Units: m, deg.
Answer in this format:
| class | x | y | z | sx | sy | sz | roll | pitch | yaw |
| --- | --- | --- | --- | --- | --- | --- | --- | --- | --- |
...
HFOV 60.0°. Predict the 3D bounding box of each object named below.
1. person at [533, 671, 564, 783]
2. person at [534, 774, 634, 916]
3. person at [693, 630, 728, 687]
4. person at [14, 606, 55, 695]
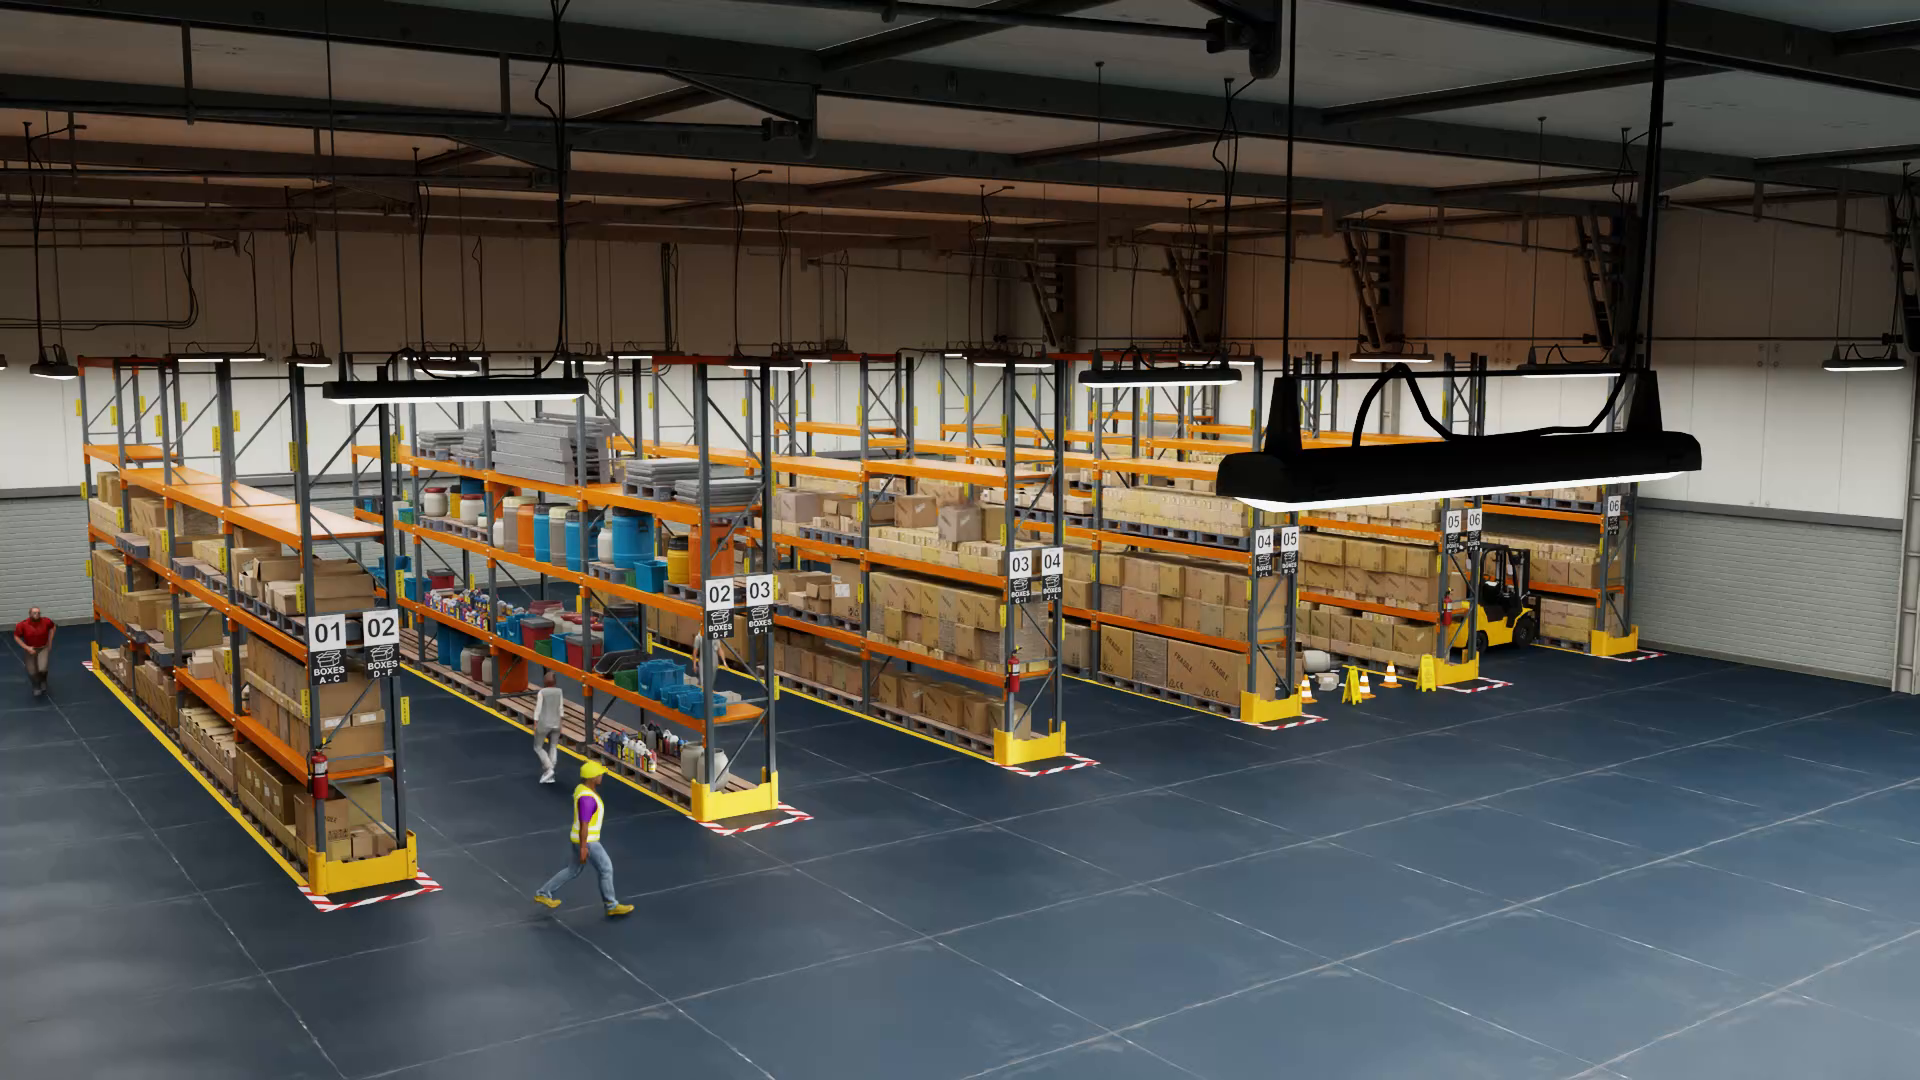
| class | x | y | z | sx | sy | sz | roll | pitch | yaw |
| --- | --- | --- | --- | --- | --- | --- | --- | --- | --- |
| person | -5.822 | 2.673 | 23.614 | 0.448 | 1.598 | 0.436 | -4 | 8 | -32 |
| person | -4.146 | 3.297 | 18.251 | 1.076 | 1.677 | 0.582 | -1 | 7 | -12 |
| person | -4.209 | 2.113 | 27.991 | 0.521 | 1.627 | 0.993 | -3 | 8 | -26 |
| person | -16.357 | 1.961 | 29.438 | 0.639 | 1.635 | 0.735 | -3 | 8 | -26 |
